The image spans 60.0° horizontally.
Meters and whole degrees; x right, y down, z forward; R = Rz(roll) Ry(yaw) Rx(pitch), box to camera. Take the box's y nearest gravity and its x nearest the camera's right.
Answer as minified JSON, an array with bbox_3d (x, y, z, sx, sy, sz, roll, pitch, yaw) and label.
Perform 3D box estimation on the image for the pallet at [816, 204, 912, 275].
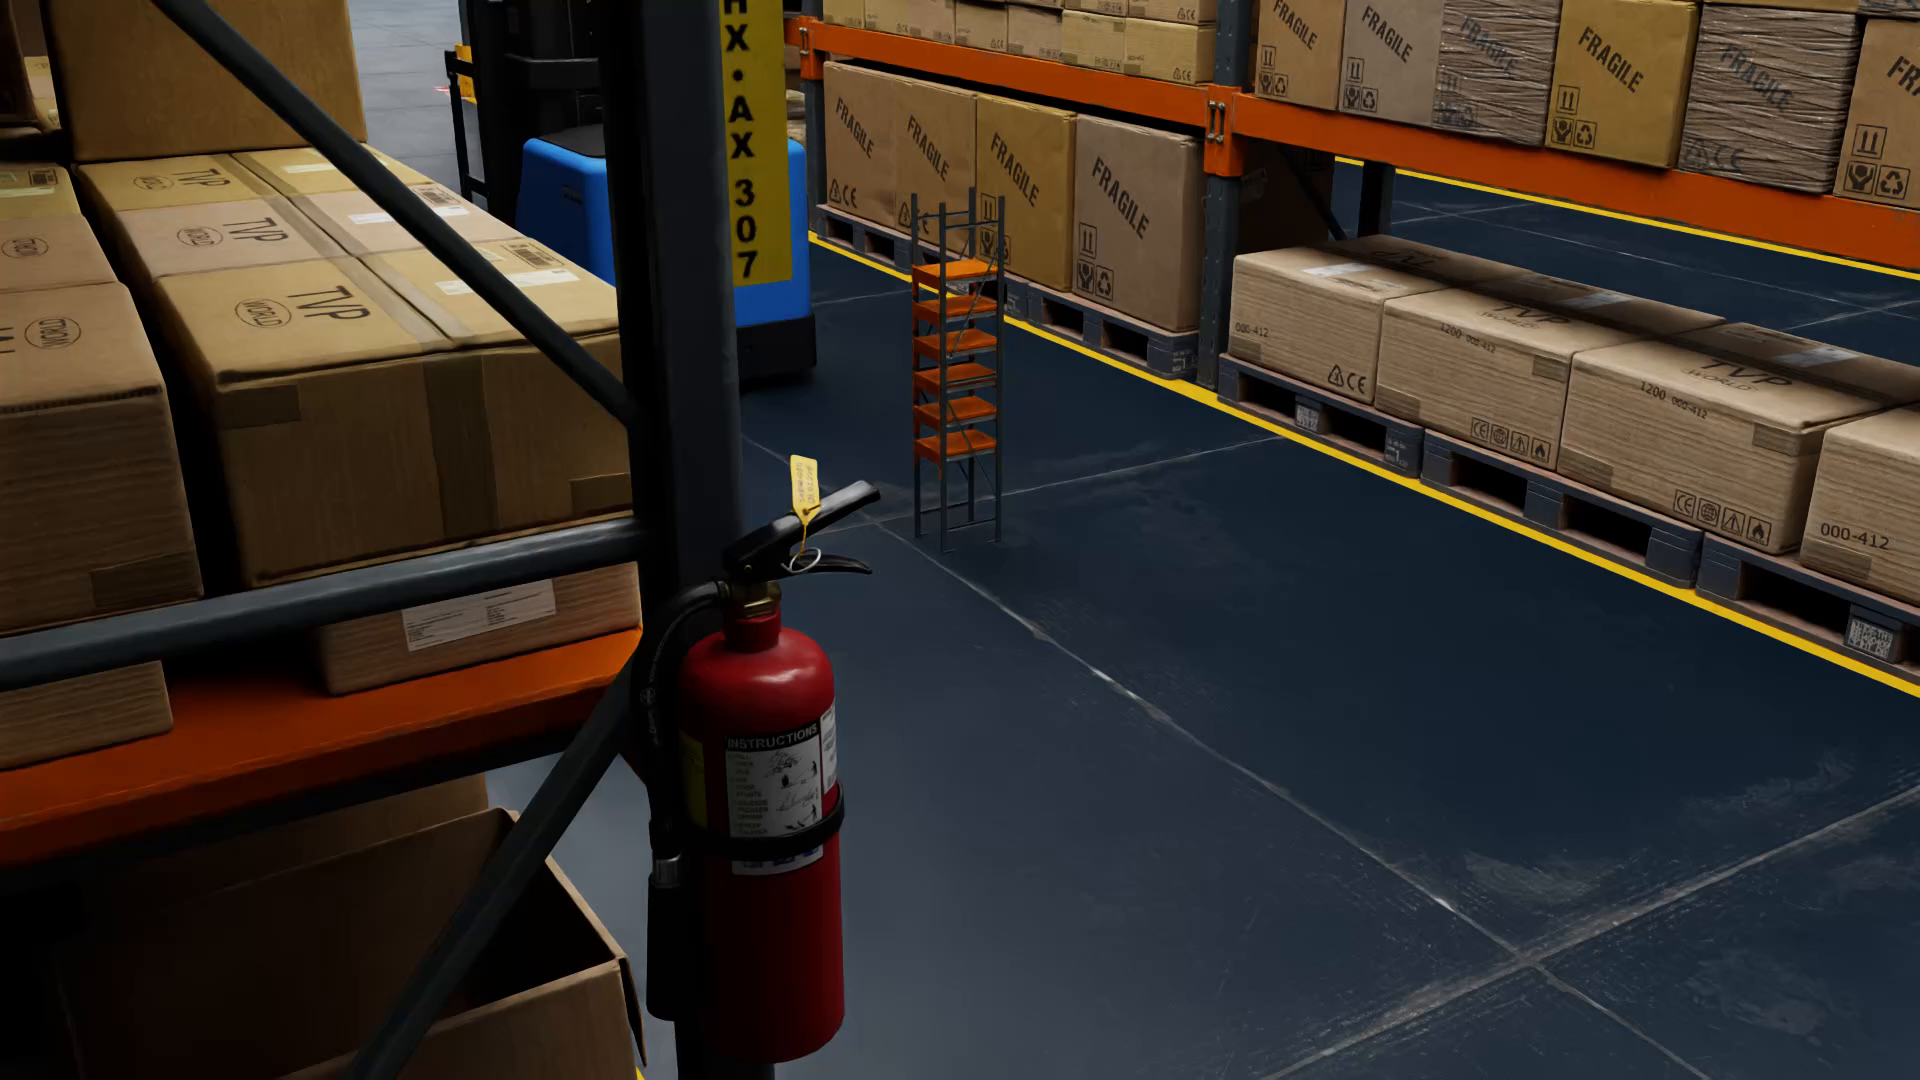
[{"bbox_3d":[-0.175,-1.903,10.214,1.003,0.211,1.213,-13,25,-28],"label":"pallet"}]

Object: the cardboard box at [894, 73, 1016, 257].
[{"bbox_3d":[0.220,-2.146,9.372,0.875,0.875,0.875,-12,25,-28],"label":"cardboard box"}]

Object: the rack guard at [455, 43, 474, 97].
[{"bbox_3d":[-4.561,-4.872,17.134,1.175,0.500,0.348,-13,25,-28],"label":"rack guard"}]

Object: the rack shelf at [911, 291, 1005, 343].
[{"bbox_3d":[-0.007,-0.742,5.523,0.258,0.103,0.180,-13,25,-28],"label":"rack shelf"}]

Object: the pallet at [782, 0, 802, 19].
[{"bbox_3d":[-0.969,-3.586,10.906,1.213,0.211,1.003,-13,25,-28],"label":"pallet"}]

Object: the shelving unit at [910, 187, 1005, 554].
[{"bbox_3d":[-0.007,-0.561,5.597,0.258,1.200,0.189,-13,25,-28],"label":"shelving unit"}]

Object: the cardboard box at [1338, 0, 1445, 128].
[{"bbox_3d":[1.798,-1.850,6.248,0.500,0.500,0.500,-12,25,-28],"label":"cardboard box"}]

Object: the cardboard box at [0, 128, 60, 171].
[{"bbox_3d":[-1.933,-0.583,3.067,0.500,0.250,0.500,-13,25,-28],"label":"cardboard box"}]

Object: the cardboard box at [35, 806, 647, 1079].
[{"bbox_3d":[-0.923,0.826,2.552,0.797,0.503,0.637,-14,26,-30],"label":"cardboard box"}]

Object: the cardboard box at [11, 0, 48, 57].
[{"bbox_3d":[-2.790,-1.655,5.208,0.700,0.500,0.500,-12,25,-27],"label":"cardboard box"}]

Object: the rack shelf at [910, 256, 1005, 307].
[{"bbox_3d":[-0.007,-0.853,5.478,0.258,0.103,0.180,-13,25,-28],"label":"rack shelf"}]

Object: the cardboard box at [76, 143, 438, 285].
[{"bbox_3d":[-1.212,-0.513,2.894,0.500,0.250,0.500,-13,26,-29],"label":"cardboard box"}]

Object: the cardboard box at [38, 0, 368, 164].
[{"bbox_3d":[-1.459,-1.019,3.144,0.500,0.500,0.500,-12,25,-27],"label":"cardboard box"}]

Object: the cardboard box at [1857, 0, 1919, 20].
[{"bbox_3d":[2.830,-1.659,4.448,0.500,0.500,0.500,-13,25,-28],"label":"cardboard box"}]

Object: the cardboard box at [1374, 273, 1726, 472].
[{"bbox_3d":[2.216,-0.664,6.307,0.875,0.438,0.875,-13,26,-30],"label":"cardboard box"}]

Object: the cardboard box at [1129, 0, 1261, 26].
[{"bbox_3d":[1.096,-2.428,7.337,0.500,0.250,0.500,-13,25,-28],"label":"cardboard box"}]

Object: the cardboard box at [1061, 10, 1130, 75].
[{"bbox_3d":[0.825,-2.362,7.839,0.500,0.250,0.500,-13,25,-29],"label":"cardboard box"}]

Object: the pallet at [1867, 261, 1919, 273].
[{"bbox_3d":[6.108,-1.652,9.597,1.003,0.211,1.213,-13,25,-28],"label":"pallet"}]

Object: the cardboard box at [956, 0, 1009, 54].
[{"bbox_3d":[0.316,-2.696,8.659,0.500,0.250,0.500,-13,25,-28],"label":"cardboard box"}]

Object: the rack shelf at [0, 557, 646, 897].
[{"bbox_3d":[-1.714,-0.233,3.358,1.077,0.370,4.000,-13,25,-28],"label":"rack shelf"}]

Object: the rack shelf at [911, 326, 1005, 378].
[{"bbox_3d":[-0.007,-0.631,5.569,0.258,0.103,0.180,-13,25,-28],"label":"rack shelf"}]

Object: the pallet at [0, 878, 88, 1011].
[{"bbox_3d":[-1.758,0.696,3.820,1.003,0.211,1.213,-13,25,-28],"label":"pallet"}]

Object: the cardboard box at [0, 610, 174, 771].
[{"bbox_3d":[-1.092,0.141,1.813,0.380,0.149,0.250,-13,25,-29],"label":"cardboard box"}]

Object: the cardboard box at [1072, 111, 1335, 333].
[{"bbox_3d":[1.145,-1.566,7.944,0.875,0.875,0.875,-12,25,-27],"label":"cardboard box"}]

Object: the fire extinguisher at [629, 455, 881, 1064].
[{"bbox_3d":[-0.219,0.248,1.816,0.296,0.674,0.183,-13,25,-28],"label":"fire extinguisher"}]

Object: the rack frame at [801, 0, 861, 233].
[{"bbox_3d":[-0.513,-3.465,10.352,1.000,3.000,0.127,-13,25,-28],"label":"rack frame"}]

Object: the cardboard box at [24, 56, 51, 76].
[{"bbox_3d":[-2.265,-1.164,4.497,0.500,0.250,0.500,-12,25,-27],"label":"cardboard box"}]

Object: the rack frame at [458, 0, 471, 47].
[{"bbox_3d":[-4.600,-6.055,16.724,1.000,3.000,0.127,-13,25,-28],"label":"rack frame"}]

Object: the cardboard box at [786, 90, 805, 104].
[{"bbox_3d":[-1.559,-3.111,12.413,0.950,0.372,0.625,-12,25,-26],"label":"cardboard box"}]

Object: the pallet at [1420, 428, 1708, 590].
[{"bbox_3d":[2.479,-0.222,6.077,1.003,0.211,1.213,-13,25,-28],"label":"pallet"}]

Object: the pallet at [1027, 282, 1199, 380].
[{"bbox_3d":[1.071,-1.114,8.271,1.003,0.211,1.213,-13,25,-28],"label":"pallet"}]

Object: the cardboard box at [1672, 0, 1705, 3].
[{"bbox_3d":[2.325,-1.982,5.244,0.500,0.500,0.500,-13,25,-29],"label":"cardboard box"}]

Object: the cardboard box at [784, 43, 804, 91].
[{"bbox_3d":[-1.526,-4.816,16.993,0.637,0.503,0.797,8,23,18],"label":"cardboard box"}]

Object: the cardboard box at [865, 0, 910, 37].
[{"bbox_3d":[-0.202,-3.026,9.471,0.500,0.250,0.500,-13,26,-30],"label":"cardboard box"}]

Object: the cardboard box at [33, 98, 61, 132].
[{"bbox_3d":[-1.753,-0.841,3.702,0.500,0.250,0.500,-13,25,-29],"label":"cardboard box"}]

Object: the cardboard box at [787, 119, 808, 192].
[{"bbox_3d":[-0.793,-2.627,11.223,0.950,0.372,0.625,-15,26,-32],"label":"cardboard box"}]

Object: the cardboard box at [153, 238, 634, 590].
[{"bbox_3d":[-0.692,-0.186,2.090,0.500,0.250,0.500,-12,25,-28],"label":"cardboard box"}]

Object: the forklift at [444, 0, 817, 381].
[{"bbox_3d":[-1.876,-2.453,7.954,1.130,2.935,3.031,-14,26,-30],"label":"forklift"}]

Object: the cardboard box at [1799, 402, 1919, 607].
[{"bbox_3d":[3.150,-0.077,4.863,0.875,0.438,0.875,-14,26,-30],"label":"cardboard box"}]

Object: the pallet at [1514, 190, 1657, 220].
[{"bbox_3d":[4.708,-2.510,11.707,1.003,0.211,1.213,-13,25,-28],"label":"pallet"}]

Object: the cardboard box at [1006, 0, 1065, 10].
[{"bbox_3d":[0.564,-2.755,8.141,0.500,0.250,0.500,-12,25,-27],"label":"cardboard box"}]

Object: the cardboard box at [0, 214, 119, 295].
[{"bbox_3d":[-1.417,-0.253,2.253,0.500,0.250,0.500,-13,25,-28],"label":"cardboard box"}]

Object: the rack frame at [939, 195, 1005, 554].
[{"bbox_3d":[0.039,-0.531,5.524,0.240,1.200,0.006,-13,25,-28],"label":"rack frame"}]

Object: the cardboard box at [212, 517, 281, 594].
[{"bbox_3d":[-0.794,-0.035,2.249,0.380,0.149,0.250,-12,25,-27],"label":"cardboard box"}]

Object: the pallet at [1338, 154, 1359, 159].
[{"bbox_3d":[3.353,-3.428,13.964,1.003,0.211,1.213,-13,25,-28],"label":"pallet"}]

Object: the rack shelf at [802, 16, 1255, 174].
[{"bbox_3d":[0.509,-2.484,8.895,1.077,0.370,4.000,-13,25,-28],"label":"rack shelf"}]

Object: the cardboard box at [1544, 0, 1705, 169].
[{"bbox_3d":[2.310,-1.521,5.438,0.500,0.500,0.500,-12,25,-27],"label":"cardboard box"}]

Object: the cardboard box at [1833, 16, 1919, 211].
[{"bbox_3d":[2.856,-1.192,4.628,0.500,0.500,0.500,-13,26,-29],"label":"cardboard box"}]
